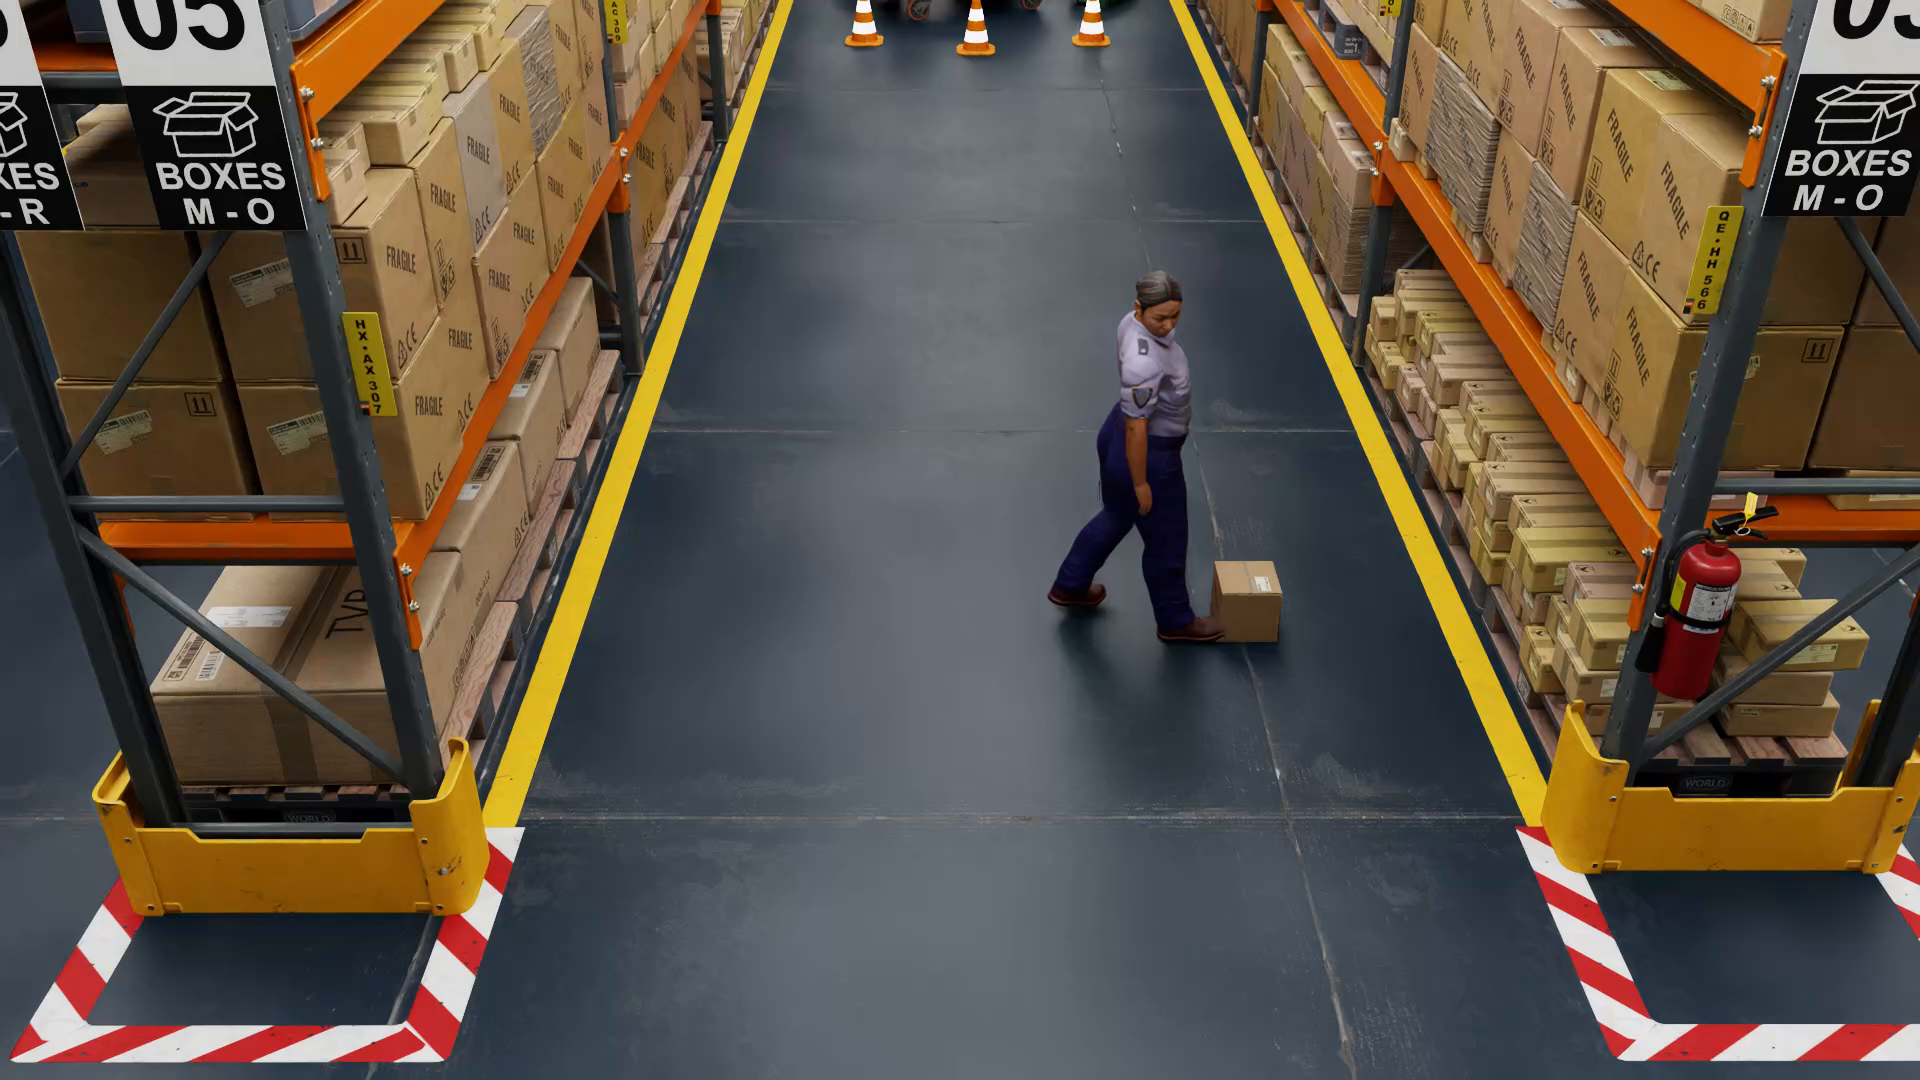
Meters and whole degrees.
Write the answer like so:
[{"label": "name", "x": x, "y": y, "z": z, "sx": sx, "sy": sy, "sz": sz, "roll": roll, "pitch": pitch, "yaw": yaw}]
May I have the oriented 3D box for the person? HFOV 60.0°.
[{"label": "person", "x": 0.755, "y": -0.332, "z": 6.675, "sx": 0.733, "sy": 1.618, "sz": 0.509, "roll": -3, "pitch": 32, "yaw": -5}]
